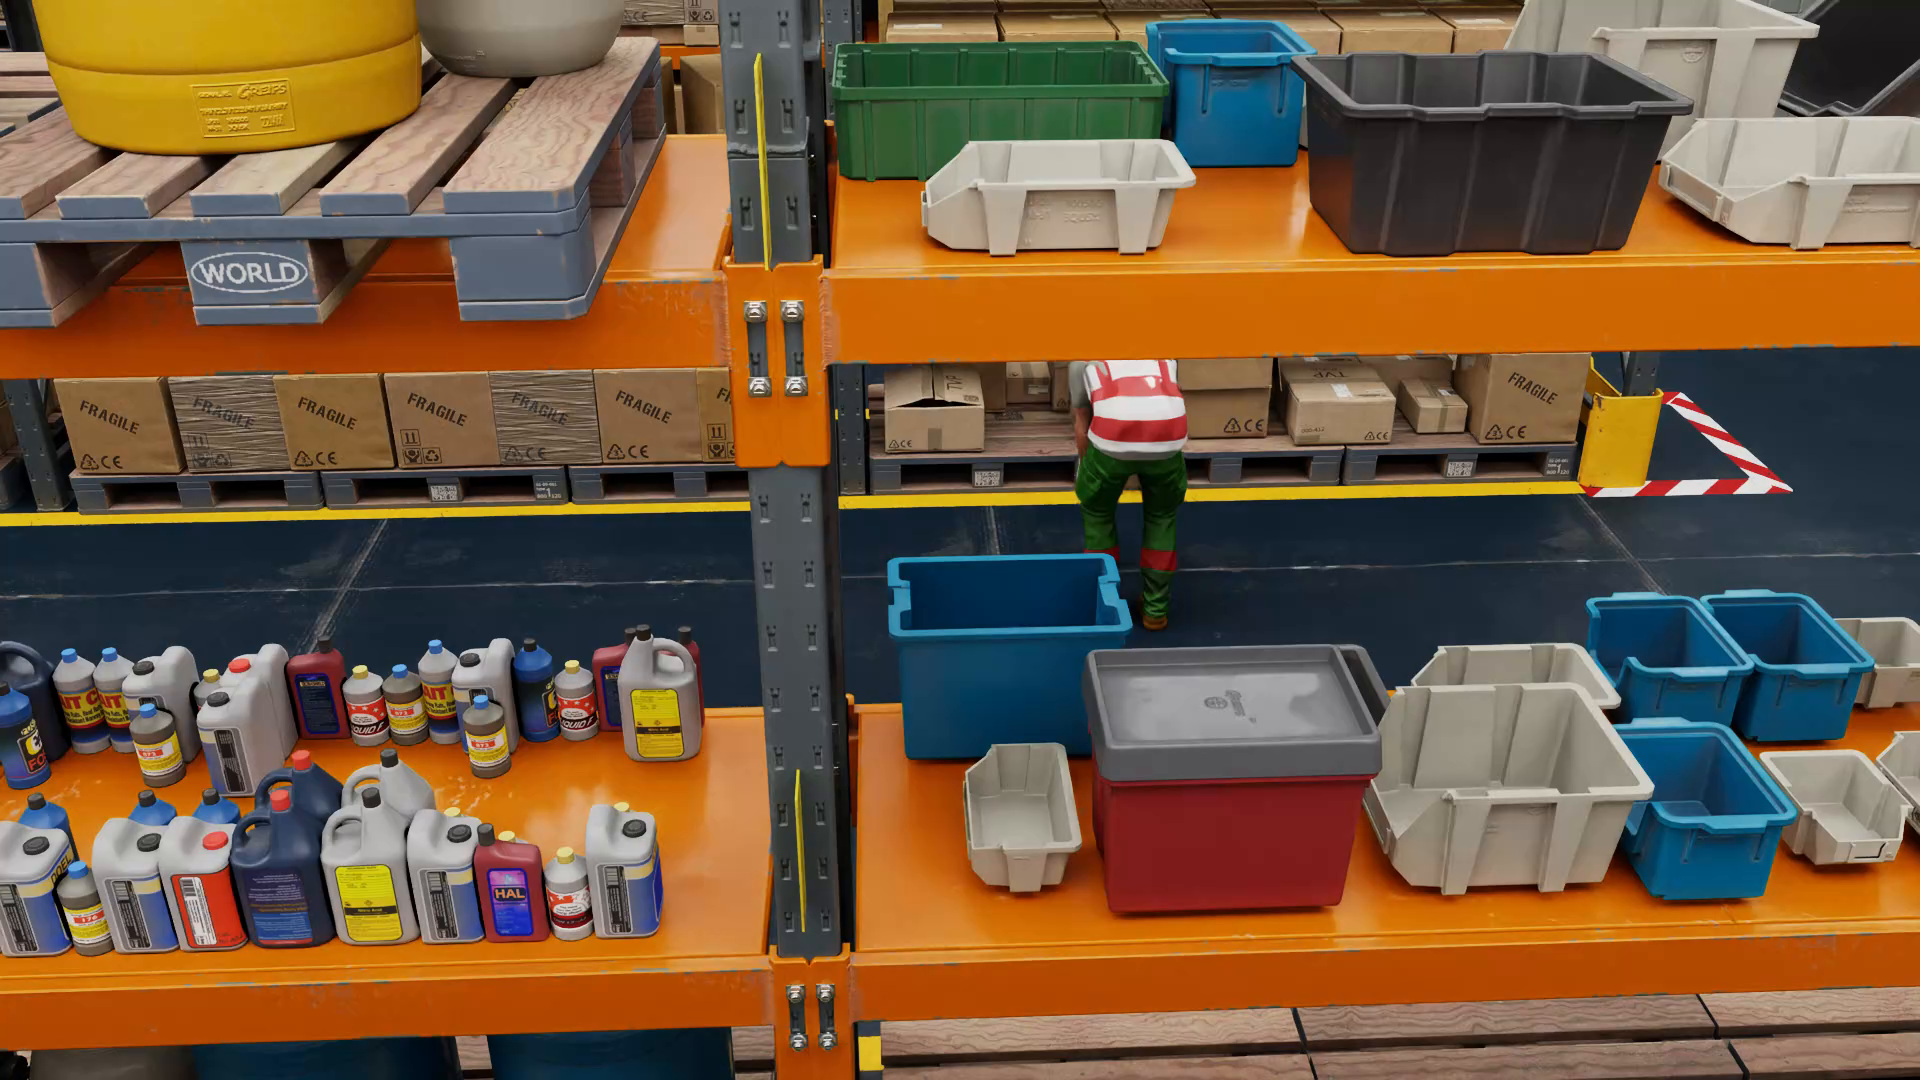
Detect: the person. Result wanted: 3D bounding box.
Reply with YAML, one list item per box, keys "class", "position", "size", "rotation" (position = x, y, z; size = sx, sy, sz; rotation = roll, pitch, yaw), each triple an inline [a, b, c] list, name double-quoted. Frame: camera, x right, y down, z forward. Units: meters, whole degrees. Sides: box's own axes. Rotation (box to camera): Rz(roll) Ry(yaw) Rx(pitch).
- class: "person"
  position: [0.714, -0.376, 7.239]
  size: [0.485, 1.402, 0.886]
  rotation: [-2, 27, -4]
